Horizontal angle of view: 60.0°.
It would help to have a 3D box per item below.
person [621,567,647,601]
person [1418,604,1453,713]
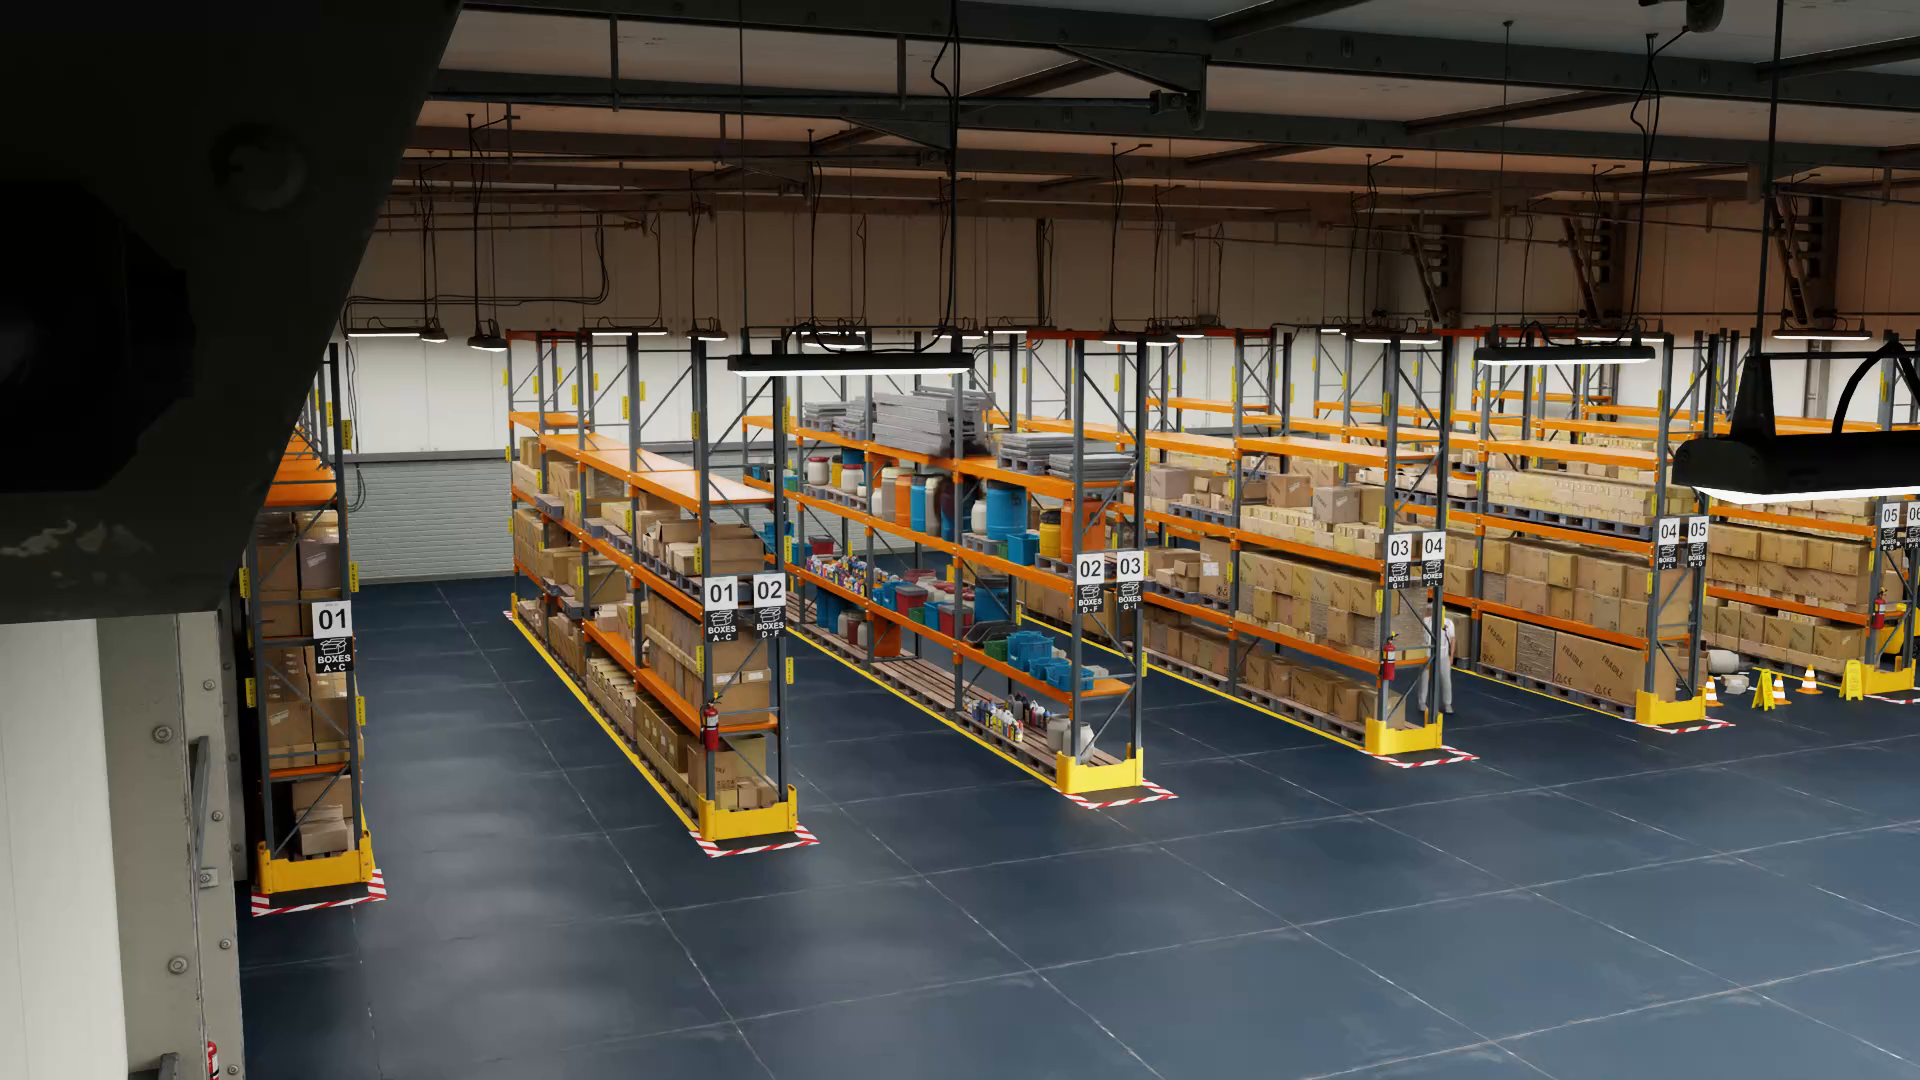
[{"bbox_3d":[-6.849,0.725,34.981,0.650,1.757,0.976,-5,9,-32],"label":"person"},{"bbox_3d":[7.614,1.870,26.516,0.558,1.746,0.369,3,8,18],"label":"person"}]
